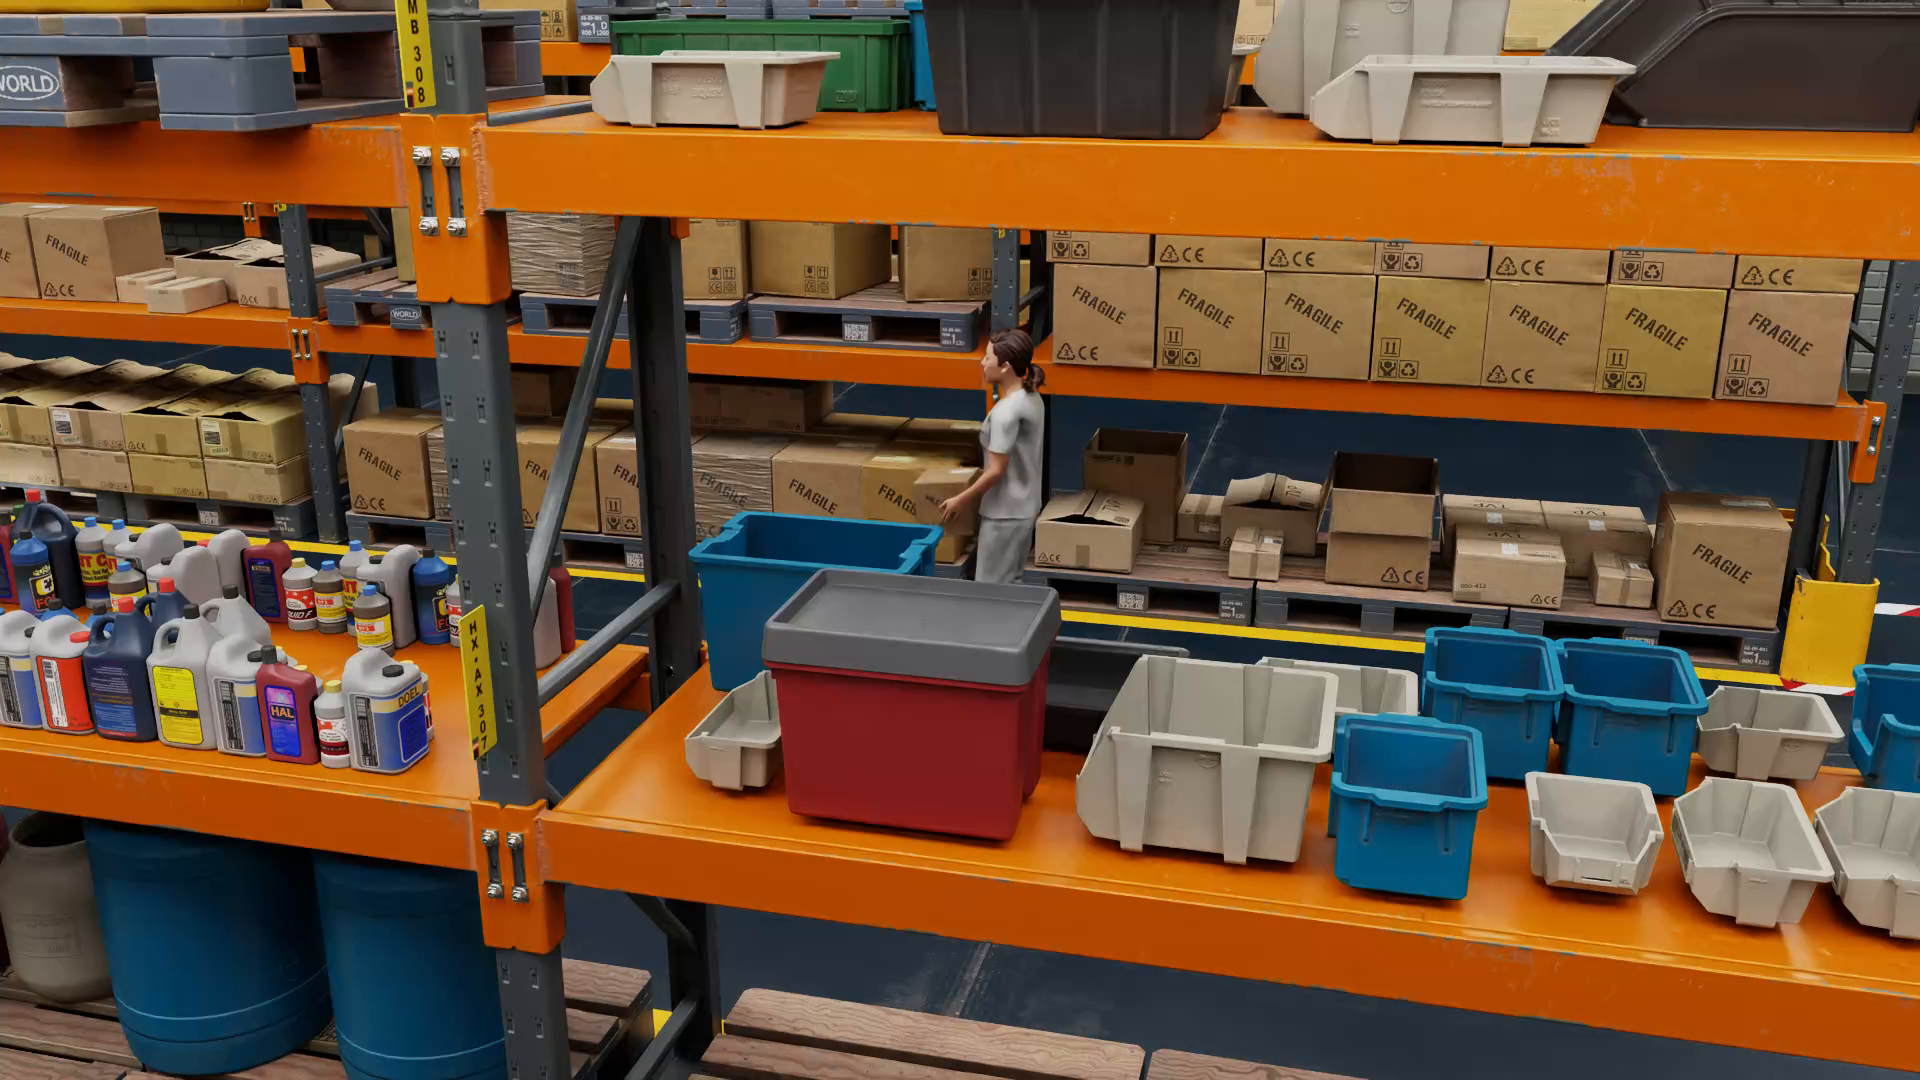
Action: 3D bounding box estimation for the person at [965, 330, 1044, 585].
[{"bbox_3d":[0.185,-0.115,7.407,0.365,1.672,0.492,4,19,11],"label":"person"}]
